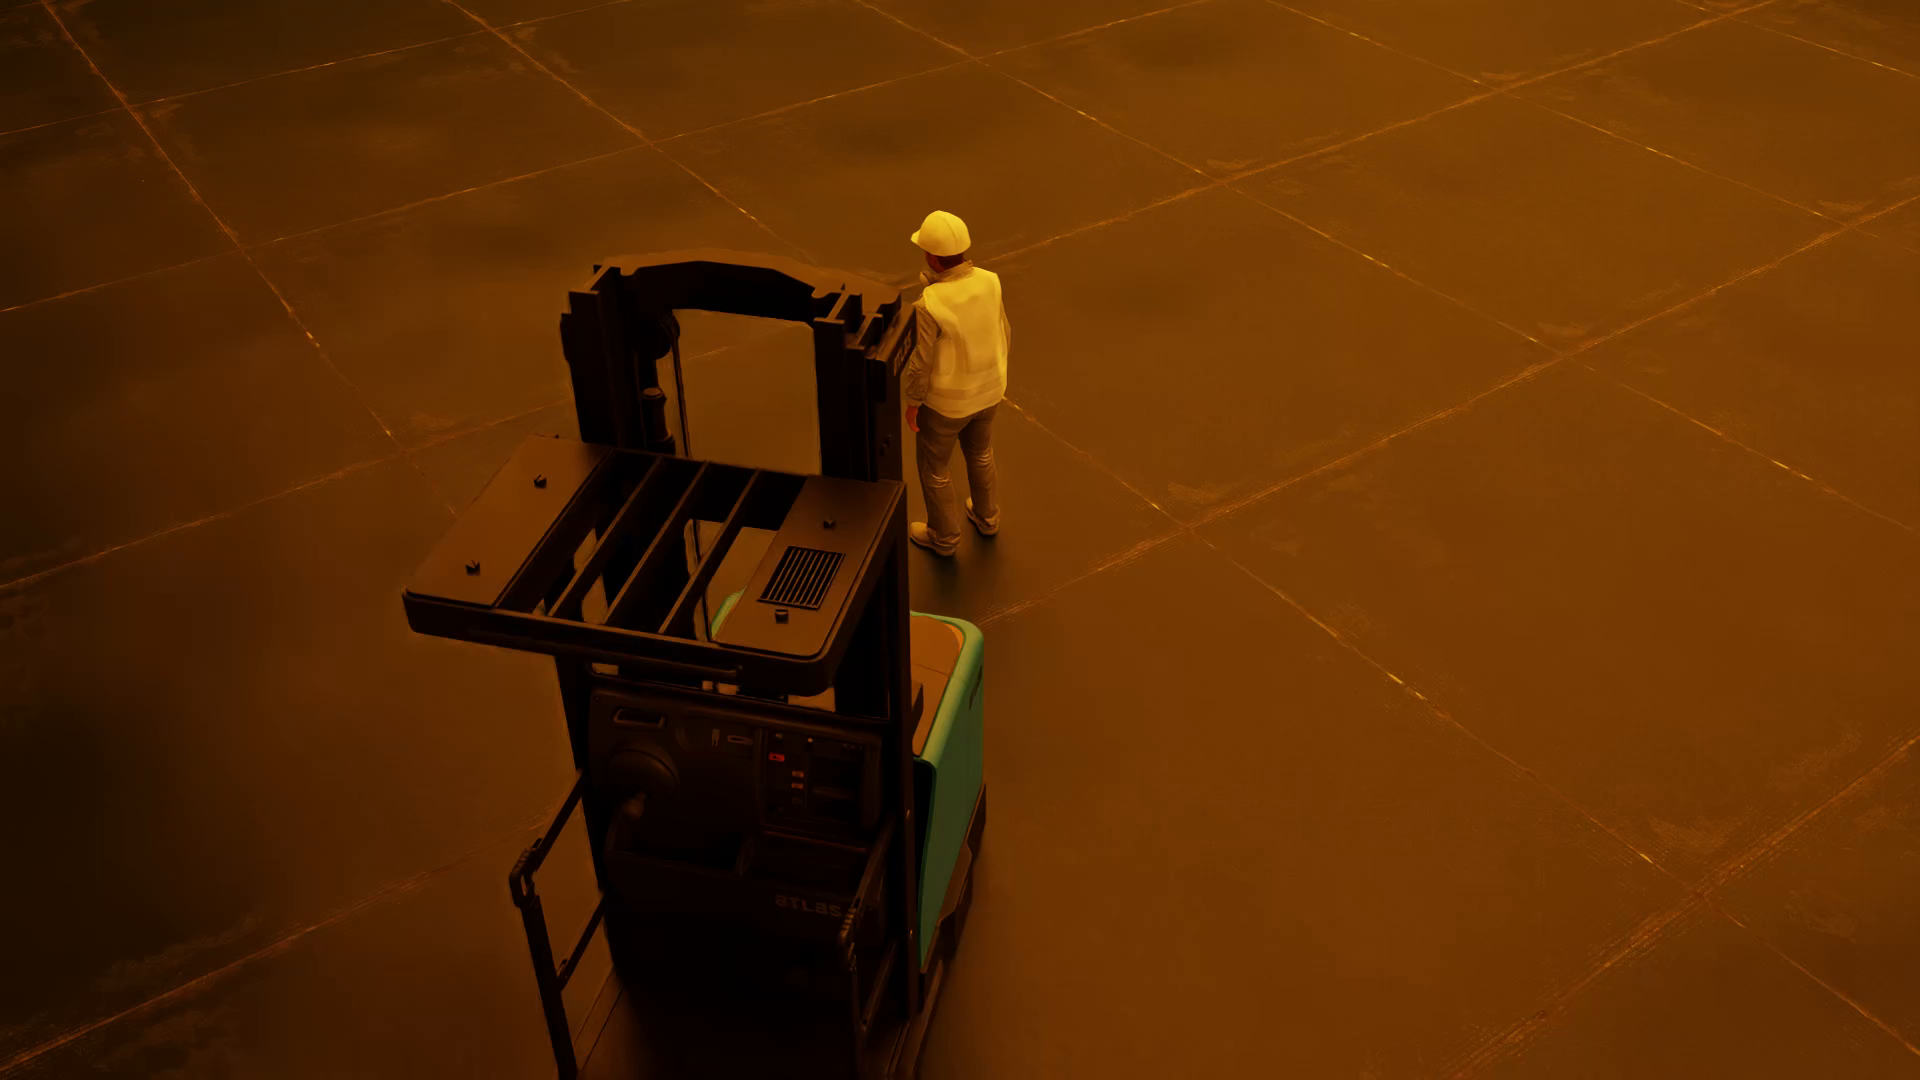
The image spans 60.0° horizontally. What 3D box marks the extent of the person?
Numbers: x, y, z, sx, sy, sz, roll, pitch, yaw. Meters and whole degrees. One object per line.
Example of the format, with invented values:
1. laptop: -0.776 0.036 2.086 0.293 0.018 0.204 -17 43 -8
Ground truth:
1. person: -0.022 -0.720 7.895 0.580 1.770 0.463 -24 43 -29

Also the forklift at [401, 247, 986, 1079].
1. forklift: -0.740 0.772 4.901 1.130 2.935 3.031 8 37 11
